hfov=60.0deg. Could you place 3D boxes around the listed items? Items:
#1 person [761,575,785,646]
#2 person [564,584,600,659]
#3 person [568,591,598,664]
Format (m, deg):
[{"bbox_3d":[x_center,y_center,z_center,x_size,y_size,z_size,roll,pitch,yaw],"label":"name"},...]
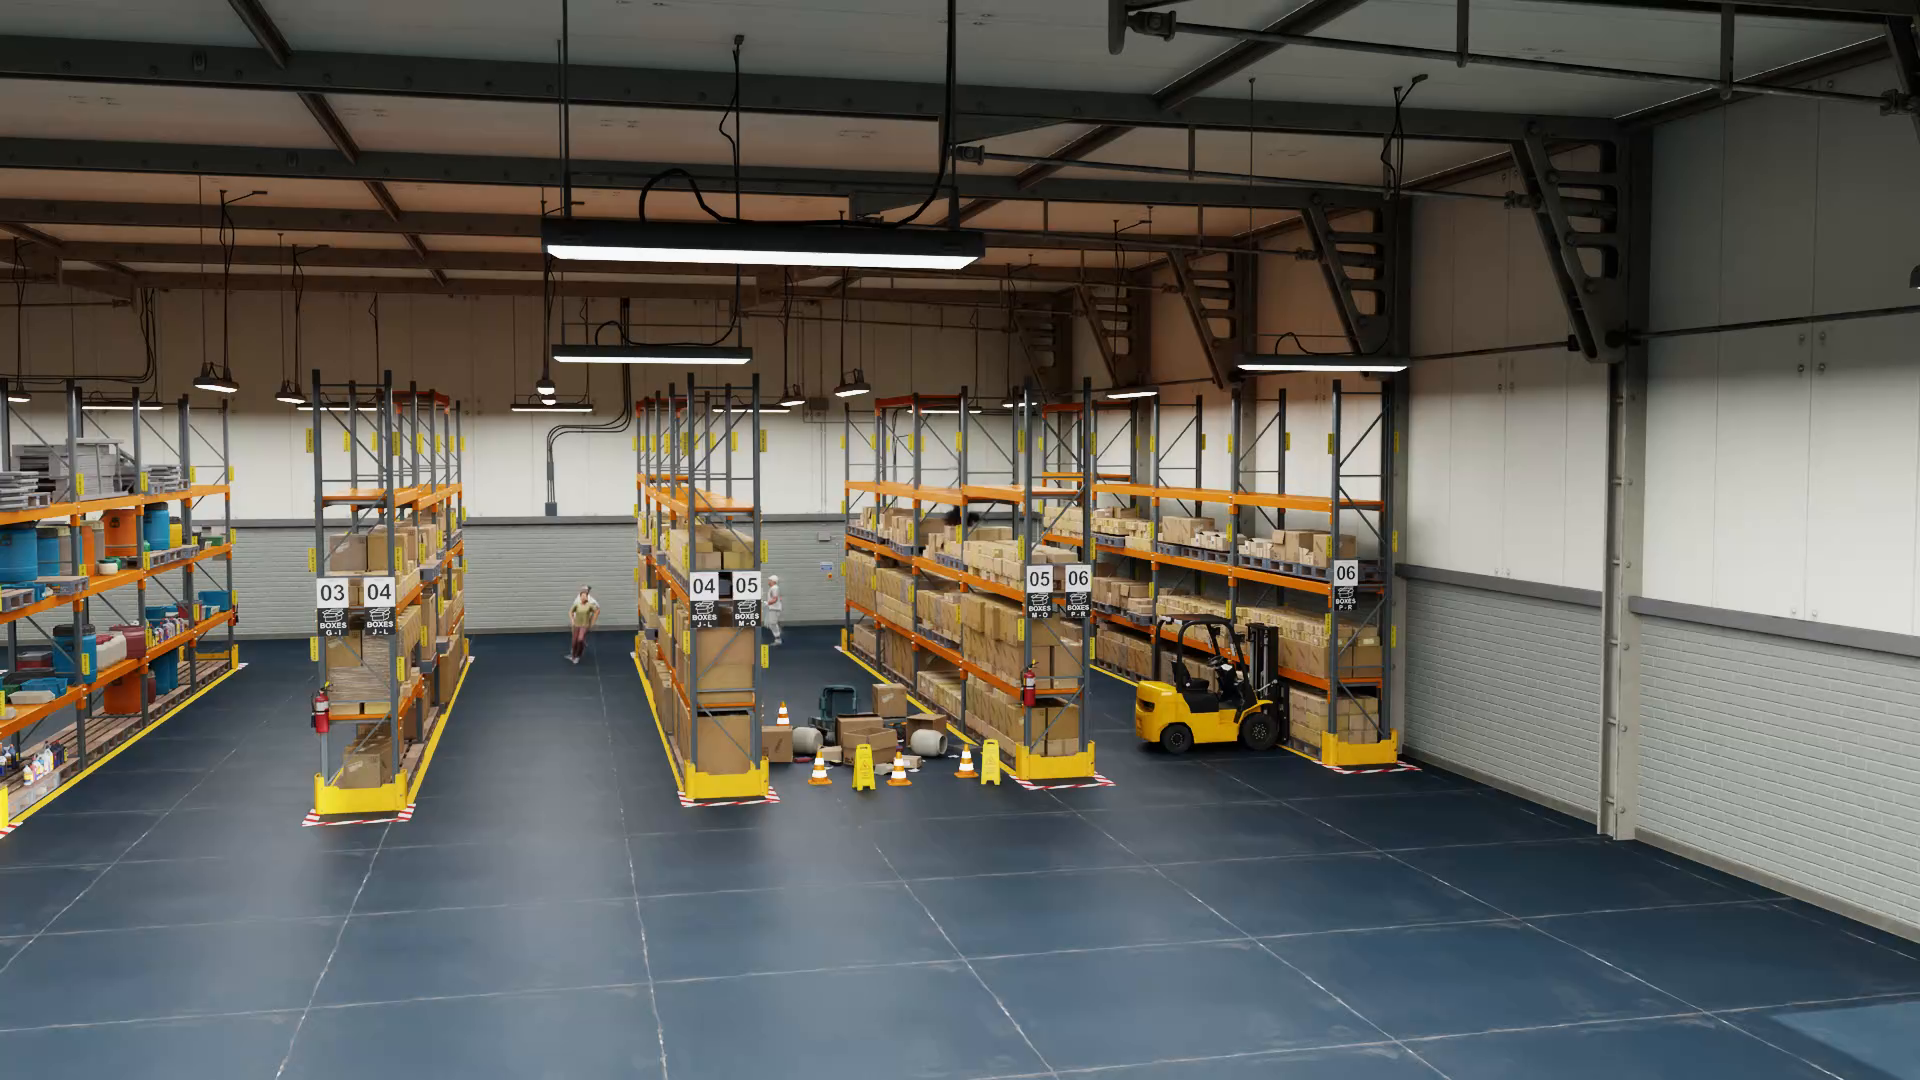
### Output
[{"bbox_3d":[-4.649,1.747,41.267,0.607,1.749,0.637,0,3,-7],"label":"person"},{"bbox_3d":[-8.782,1.896,38.780,0.725,1.733,0.860,1,4,24],"label":"person"},{"bbox_3d":[-8.629,1.997,37.970,0.641,1.662,0.657,0,3,0],"label":"person"}]
